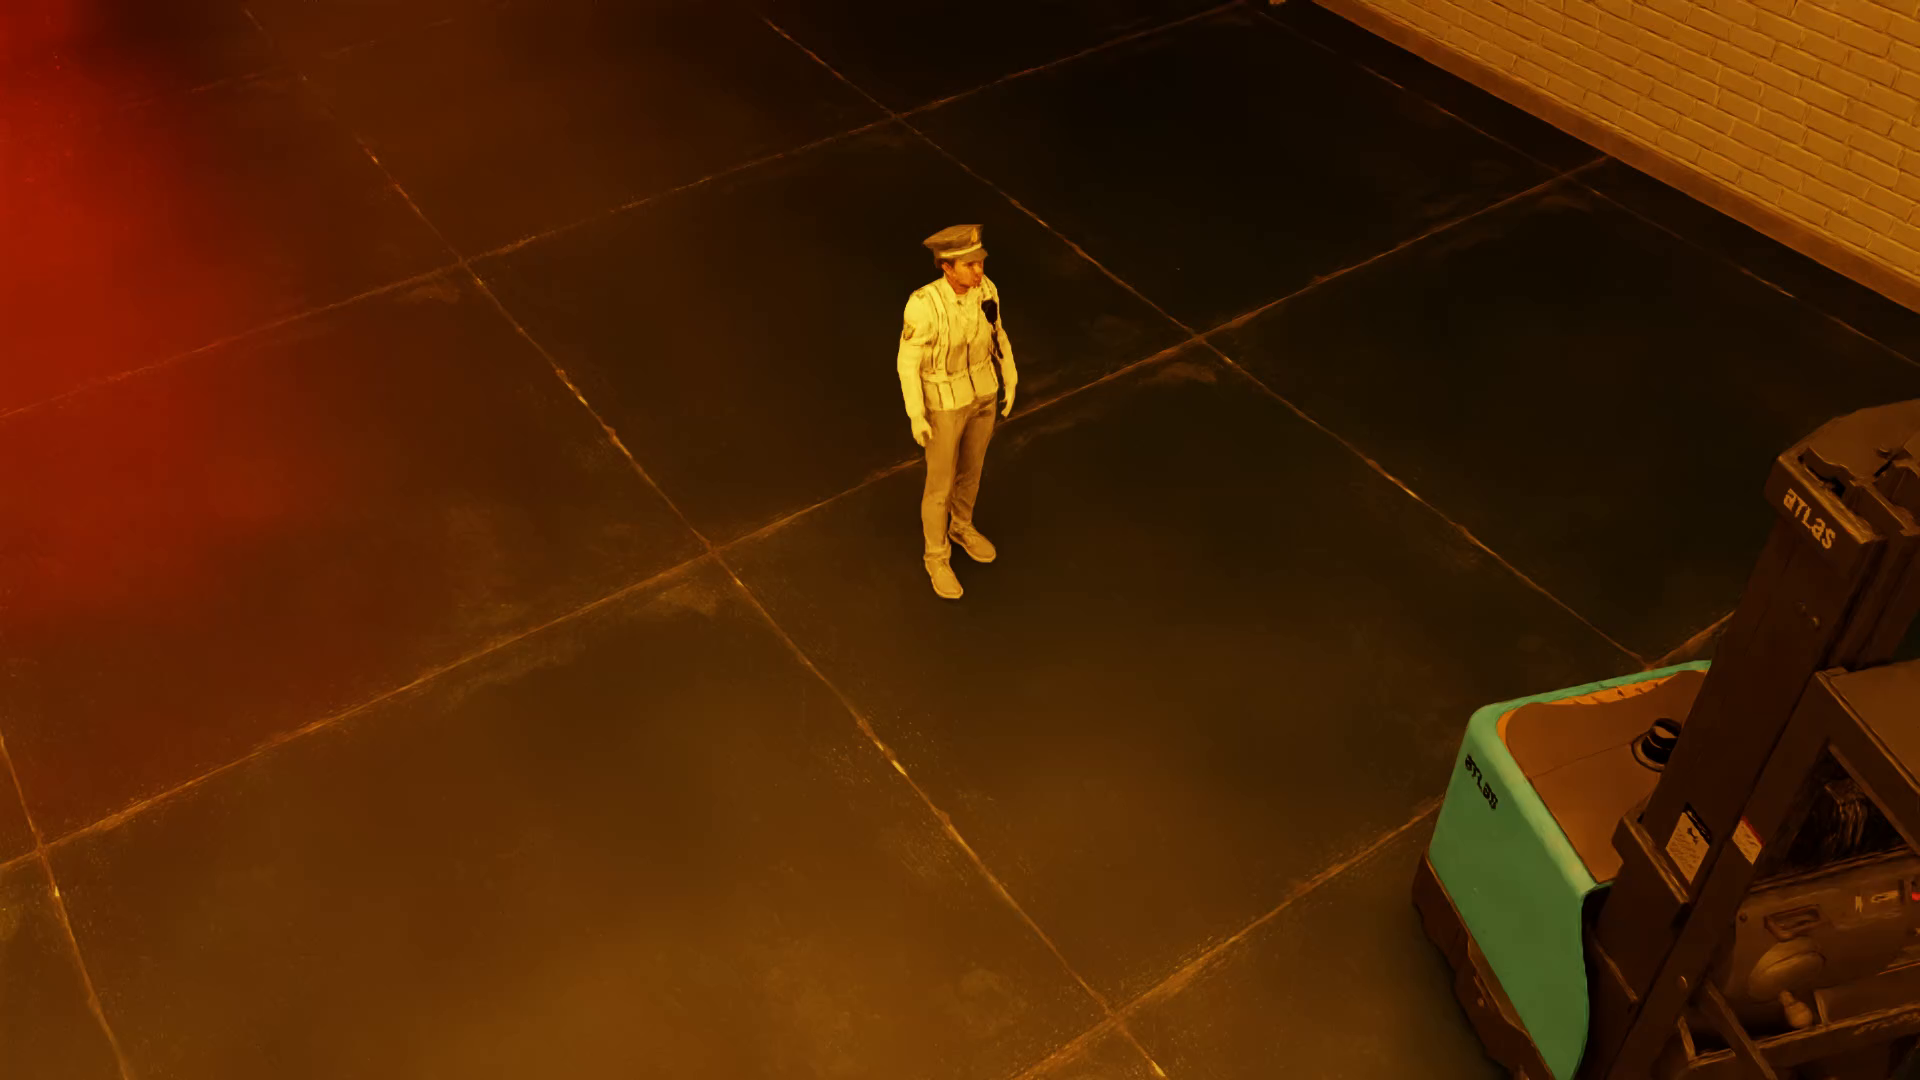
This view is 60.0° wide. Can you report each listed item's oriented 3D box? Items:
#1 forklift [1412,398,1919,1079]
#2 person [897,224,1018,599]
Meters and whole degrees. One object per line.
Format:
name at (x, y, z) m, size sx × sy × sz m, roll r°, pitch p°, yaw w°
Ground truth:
forklift at (2.590, 1.169, 4.447) m, size 1.130 × 2.935 × 3.031 m, roll -10°, pitch 44°, yaw -11°
person at (0.033, -0.588, 7.255) m, size 0.586 × 1.695 × 0.533 m, roll -25°, pitch 48°, yaw -25°
